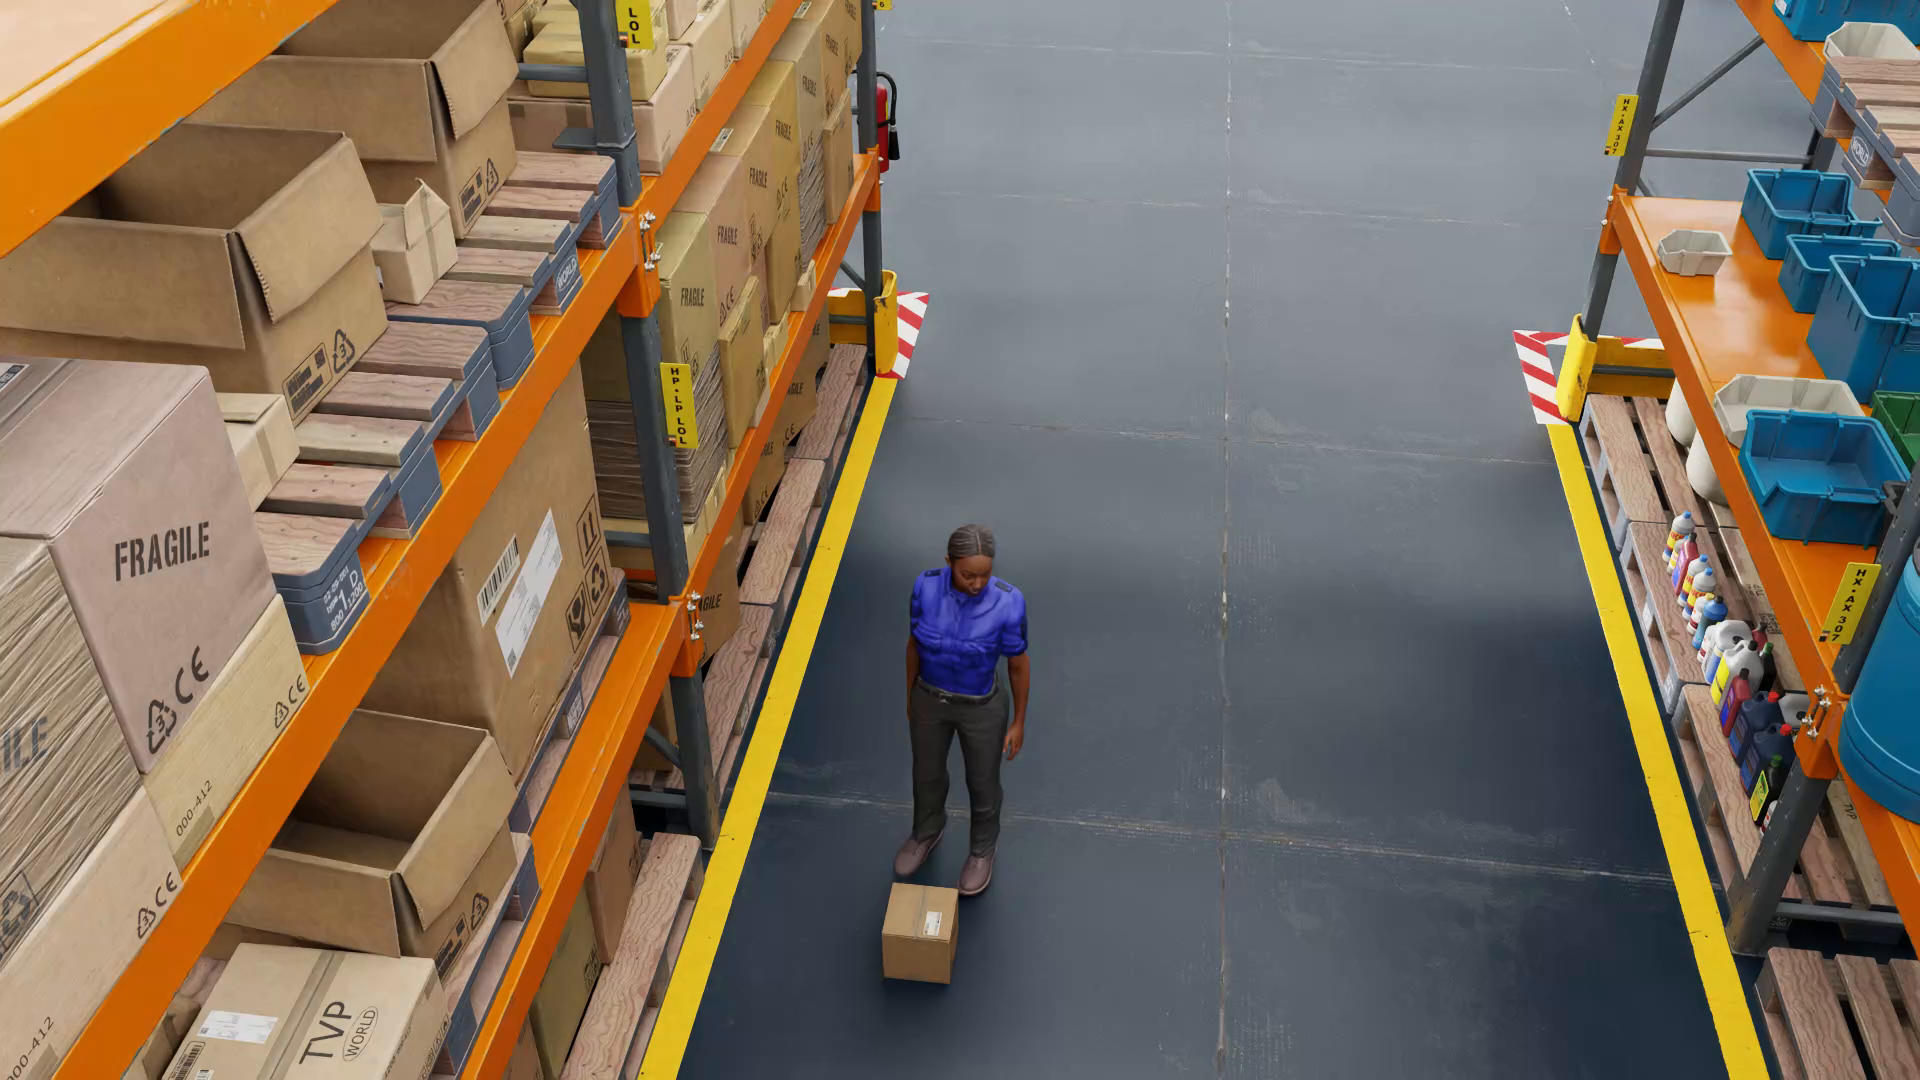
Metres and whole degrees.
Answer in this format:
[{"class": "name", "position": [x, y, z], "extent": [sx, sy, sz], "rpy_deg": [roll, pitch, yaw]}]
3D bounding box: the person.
[{"class": "person", "position": [-0.002, 0.643, 6.189], "extent": [0.515, 1.674, 0.330], "rpy_deg": [11, 38, 14]}]
